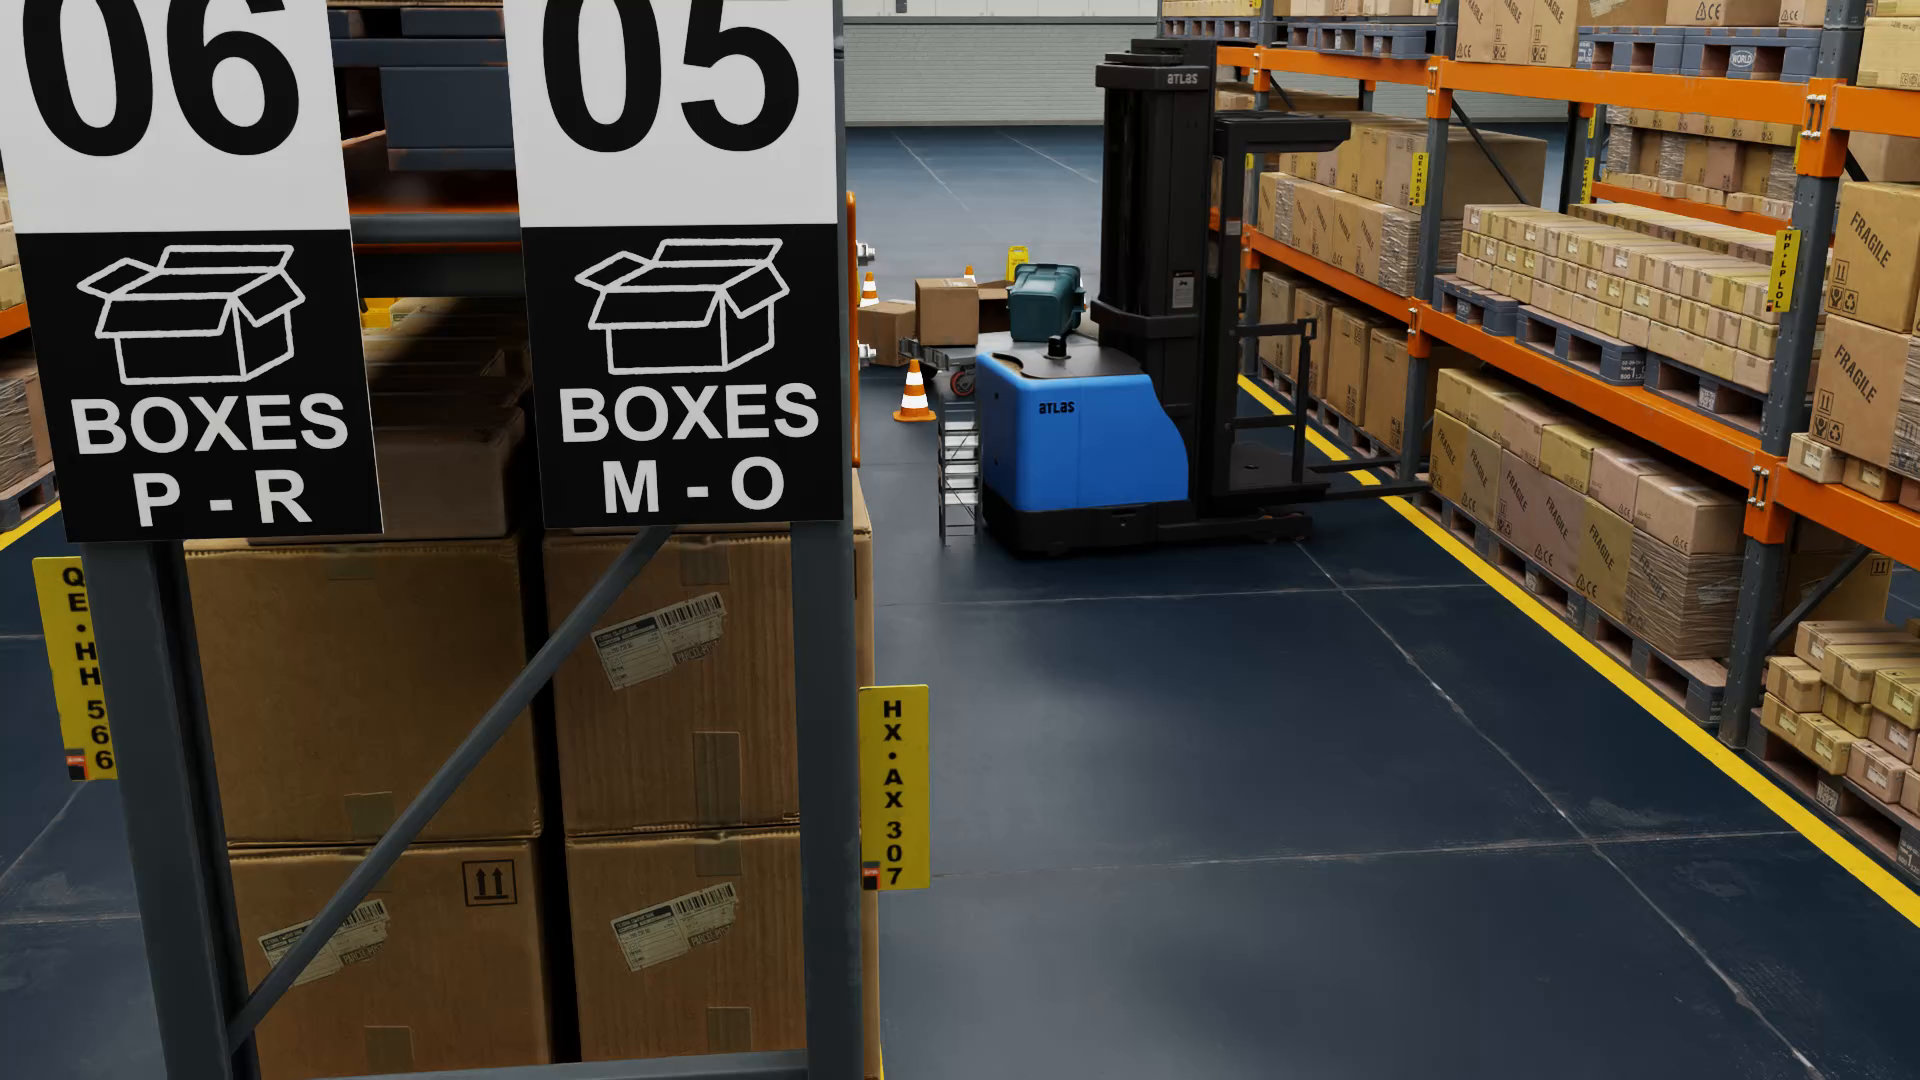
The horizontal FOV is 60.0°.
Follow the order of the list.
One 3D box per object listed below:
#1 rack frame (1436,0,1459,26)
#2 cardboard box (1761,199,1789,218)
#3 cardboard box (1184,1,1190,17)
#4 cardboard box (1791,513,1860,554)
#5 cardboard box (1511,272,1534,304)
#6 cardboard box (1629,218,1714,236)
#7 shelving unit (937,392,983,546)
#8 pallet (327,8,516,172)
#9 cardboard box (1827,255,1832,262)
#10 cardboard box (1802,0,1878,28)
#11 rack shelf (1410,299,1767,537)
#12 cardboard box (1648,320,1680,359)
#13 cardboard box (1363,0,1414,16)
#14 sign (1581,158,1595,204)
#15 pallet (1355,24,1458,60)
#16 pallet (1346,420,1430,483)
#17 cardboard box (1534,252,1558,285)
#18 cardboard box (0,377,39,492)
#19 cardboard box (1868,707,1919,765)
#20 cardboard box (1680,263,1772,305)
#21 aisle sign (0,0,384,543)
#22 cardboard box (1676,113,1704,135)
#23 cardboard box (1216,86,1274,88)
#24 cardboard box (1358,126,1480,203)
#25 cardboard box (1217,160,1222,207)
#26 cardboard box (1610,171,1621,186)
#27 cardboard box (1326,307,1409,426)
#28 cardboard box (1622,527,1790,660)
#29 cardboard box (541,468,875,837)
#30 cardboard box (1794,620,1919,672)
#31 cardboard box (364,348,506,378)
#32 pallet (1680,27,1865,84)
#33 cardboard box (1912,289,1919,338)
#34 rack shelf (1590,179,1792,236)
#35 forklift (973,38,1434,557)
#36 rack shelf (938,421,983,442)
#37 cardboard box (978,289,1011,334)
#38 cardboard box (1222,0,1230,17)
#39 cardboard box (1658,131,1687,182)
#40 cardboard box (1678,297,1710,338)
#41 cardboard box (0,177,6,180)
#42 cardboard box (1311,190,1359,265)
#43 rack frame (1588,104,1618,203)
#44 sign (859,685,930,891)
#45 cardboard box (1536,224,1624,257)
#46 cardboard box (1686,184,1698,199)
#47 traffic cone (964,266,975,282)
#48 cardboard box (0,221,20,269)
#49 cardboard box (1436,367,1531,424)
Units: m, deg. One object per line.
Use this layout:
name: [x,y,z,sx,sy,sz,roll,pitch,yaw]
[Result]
rack frame: [3.440,-4.598,9.798,1.000,3.000,0.127,-2,18,-6]
cardboard box: [7.641,-3.060,15.336,0.380,0.149,0.250,-2,18,-6]
cardboard box: [2.436,-5.265,16.484,0.380,0.149,0.250,-2,18,-5]
cardboard box: [4.040,-0.138,7.828,0.500,0.250,0.500,-3,18,-8]
cardboard box: [3.371,-1.436,9.461,0.380,0.149,0.250,-1,17,-3]
cardboard box: [4.029,-1.736,9.423,0.380,0.149,0.250,-1,17,-4]
shelving unit: [0.001,-0.427,10.035,0.258,0.900,0.210,-2,18,-6]
pallet: [-0.735,-0.778,2.789,1.003,0.211,1.213,-2,18,-6]
cardboard box: [4.188,-1.273,7.950,0.380,0.149,0.250,-2,18,-6]
cardboard box: [3.923,-2.339,6.744,0.700,0.500,0.500,-2,18,-6]
rack shelf: [3.647,-0.796,8.907,1.077,0.370,4.000,-2,18,-6]
cardboard box: [3.538,-0.963,7.954,0.380,0.149,0.250,-3,18,-8]
cardboard box: [3.034,-3.674,11.146,0.500,0.311,0.500,-2,18,-6]
sign: [3.979,-2.270,10.598,0.100,0.325,0.005,-2,18,-6]
pallet: [3.321,-3.267,10.882,1.213,0.211,1.003,-1,17,-3]
pallet: [3.434,-0.642,11.870,1.003,0.211,1.213,-2,18,-6]
cardboard box: [3.403,-1.498,9.163,0.380,0.149,0.250,-2,18,-6]
cardboard box: [-6.460,-0.652,10.508,0.875,0.625,0.625,-1,17,-4]
cardboard box: [3.748,0.736,6.386,0.380,0.149,0.250,-2,18,-6]
cardboard box: [3.564,-1.179,7.649,0.380,0.149,0.250,-2,18,-7]
aisle sign: [-0.949,-0.378,2.034,0.394,0.787,0.004,-2,18,-6]
cardboard box: [7.500,-4.290,16.500,0.500,0.500,0.500,-2,18,-6]
cardboard box: [2.686,-4.262,16.691,0.875,0.550,0.550,-2,18,-6]
cardboard box: [3.295,-2.698,11.926,0.700,0.500,0.500,-2,18,-6]
cardboard box: [2.960,-3.436,15.863,0.875,0.550,0.550,-2,18,-6]
cardboard box: [7.358,-3.955,18.186,0.380,0.149,0.250,-2,18,-6]
cardboard box: [3.374,-1.307,12.387,1.050,0.750,0.750,-2,17,-5]
cardboard box: [3.526,0.236,7.890,0.500,0.500,0.500,-2,18,-7]
cardboard box: [-0.414,0.155,2.841,0.500,0.500,0.500,-2,18,-7]
cardboard box: [3.682,0.441,6.829,0.380,0.149,0.250,-1,17,-3]
cardboard box: [-1.044,-0.253,3.056,0.380,0.149,0.250,-2,18,-6]
pallet: [3.895,-2.072,7.076,1.213,0.211,1.003,-2,18,-6]
cardboard box: [3.726,-0.914,5.749,0.500,0.500,0.500,-2,18,-7]
rack shelf: [7.765,-3.303,16.891,1.077,0.370,4.000,-2,18,-6]
forklift: [1.658,-1.527,10.148,3.031,2.935,1.130,-5,18,-15]
rack shelf: [0.001,-0.653,9.964,0.258,0.077,0.200,-2,18,-6]
cardboard box: [0.506,-2.086,15.755,0.797,0.637,0.503,-2,18,-6]
cardboard box: [2.592,-4.813,15.045,0.380,0.149,0.250,-2,18,-5]
cardboard box: [7.768,-3.971,17.156,0.875,0.500,0.500,-2,18,-6]
cardboard box: [3.564,-1.031,7.675,0.380,0.149,0.250,-1,17,-3]
cardboard box: [-6.952,-2.529,11.975,0.380,0.149,0.250,-2,18,-6]
cardboard box: [2.968,-2.359,12.517,0.500,0.500,0.500,-2,17,-5]
rack frame: [7.559,-4.242,18.681,1.000,3.000,0.127,-2,18,-6]
sign: [-0.095,0.365,2.429,0.100,0.325,0.005,-2,18,-6]
cardboard box: [3.403,-1.643,9.129,0.380,0.149,0.250,-1,17,-3]
cardboard box: [7.567,-3.510,16.768,0.380,0.149,0.250,-2,18,-6]
traffic cone: [0.099,-2.773,18.237,0.336,0.463,0.334,-2,18,-6]
cardboard box: [-6.263,-1.854,10.490,0.500,0.250,0.500,-1,17,-4]
cardboard box: [3.271,-0.888,10.218,0.500,0.250,0.500,-3,18,-8]
